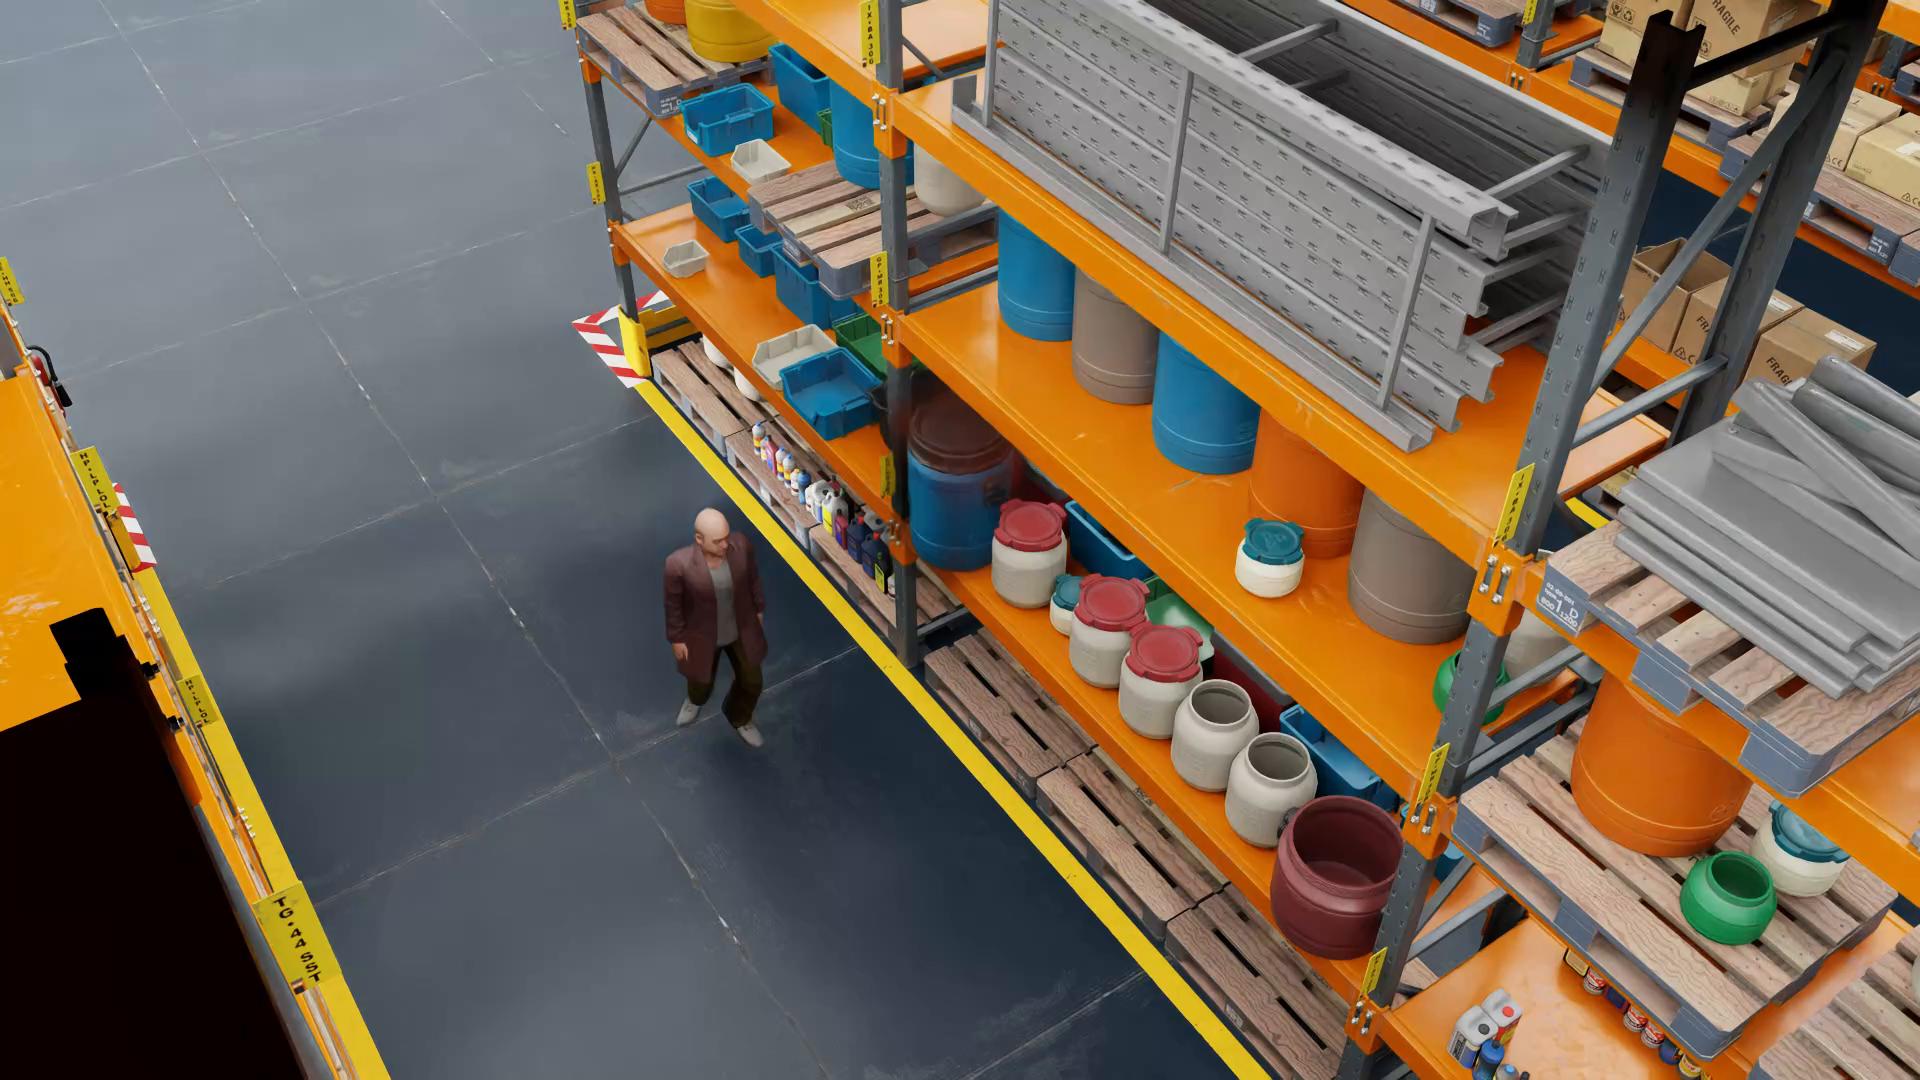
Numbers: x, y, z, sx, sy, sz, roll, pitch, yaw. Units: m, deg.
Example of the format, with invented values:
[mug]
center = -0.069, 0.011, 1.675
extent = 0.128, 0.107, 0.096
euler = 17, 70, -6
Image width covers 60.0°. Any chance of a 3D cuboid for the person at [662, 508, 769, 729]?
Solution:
[person]
center = -1.397, 0.439, 9.529
extent = 0.614, 1.669, 0.565
euler = -20, 46, -21
